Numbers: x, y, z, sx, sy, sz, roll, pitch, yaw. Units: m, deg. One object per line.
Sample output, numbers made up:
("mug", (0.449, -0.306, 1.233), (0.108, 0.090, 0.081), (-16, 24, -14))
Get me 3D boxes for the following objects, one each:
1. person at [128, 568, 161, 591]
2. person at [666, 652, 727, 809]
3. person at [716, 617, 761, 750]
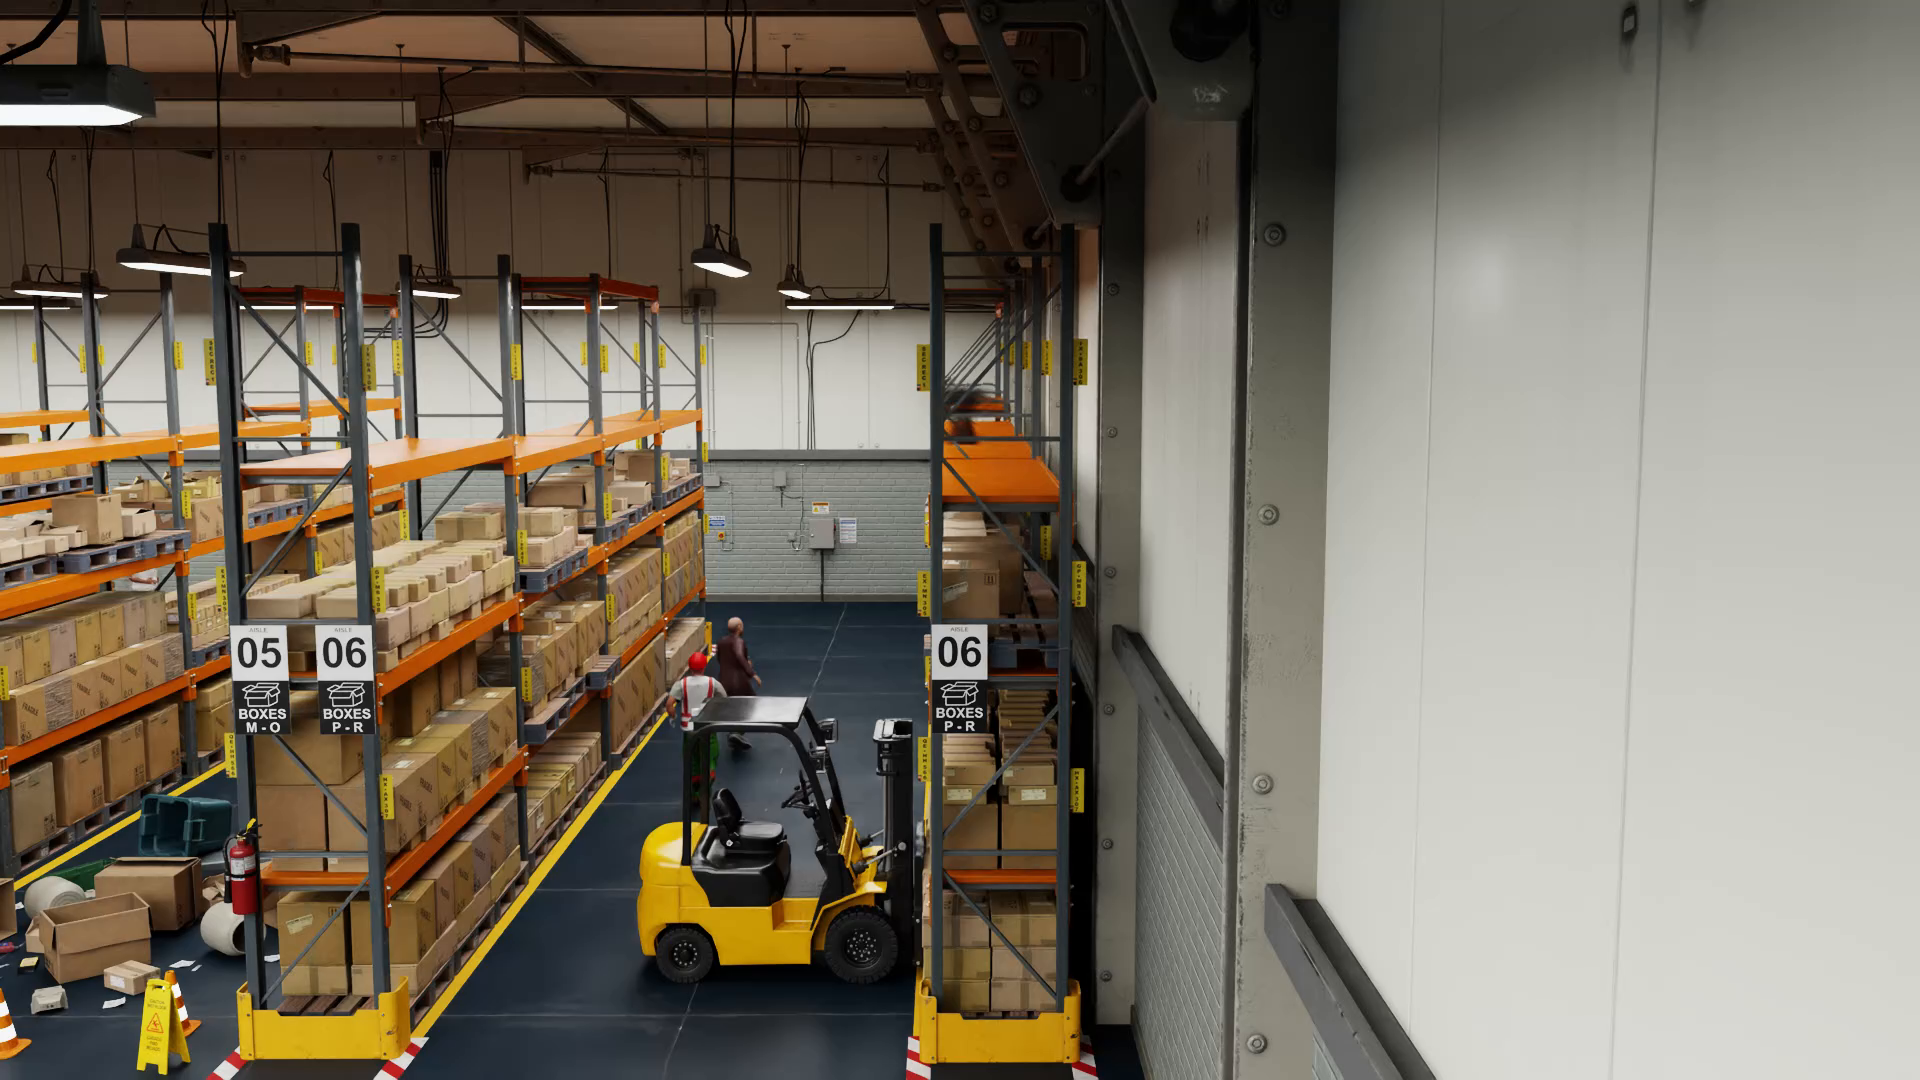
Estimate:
("person", (-14.311, 0.893, 29.233), (0.798, 1.801, 0.702), (2, 7, 17))
("person", (-2.903, 2.108, 18.480), (0.673, 1.763, 1.000), (-1, 7, -5))
("person", (-2.893, 1.872, 21.260), (0.819, 1.727, 0.735), (4, 8, 30))
